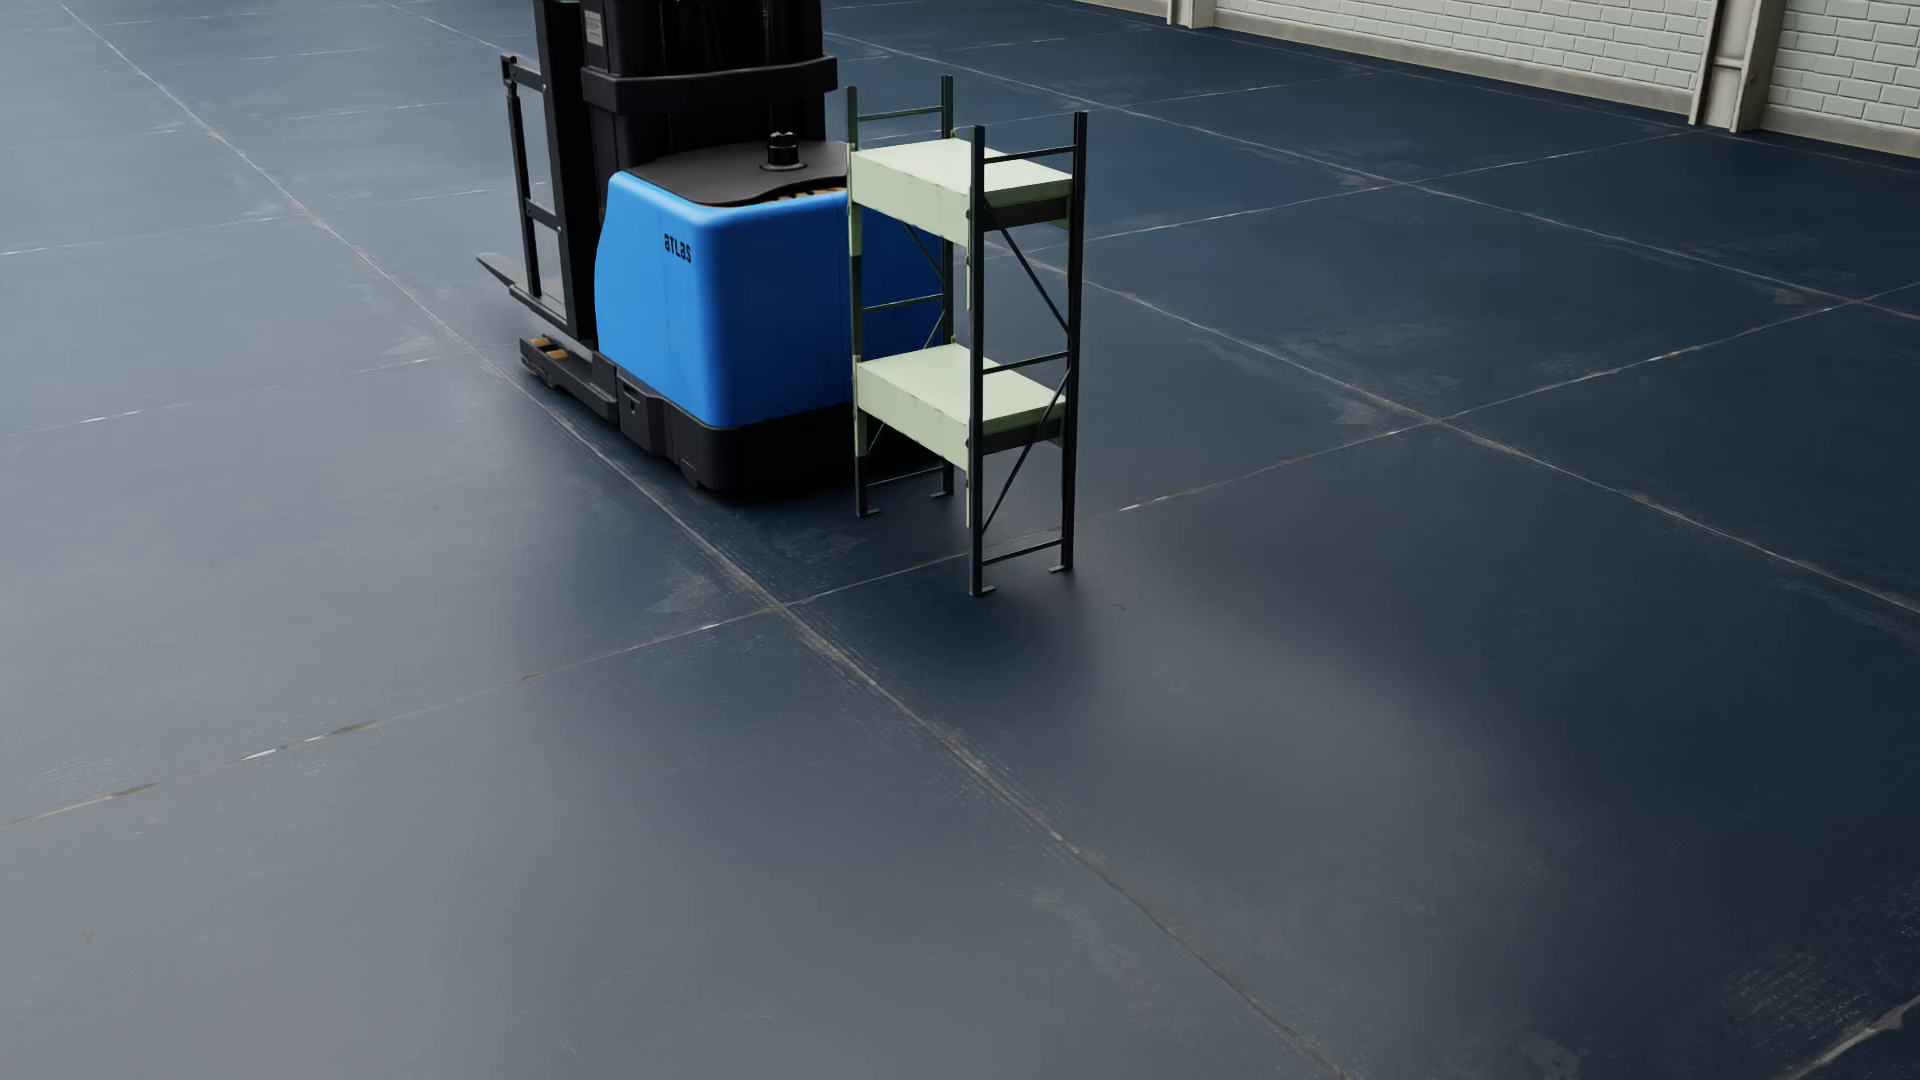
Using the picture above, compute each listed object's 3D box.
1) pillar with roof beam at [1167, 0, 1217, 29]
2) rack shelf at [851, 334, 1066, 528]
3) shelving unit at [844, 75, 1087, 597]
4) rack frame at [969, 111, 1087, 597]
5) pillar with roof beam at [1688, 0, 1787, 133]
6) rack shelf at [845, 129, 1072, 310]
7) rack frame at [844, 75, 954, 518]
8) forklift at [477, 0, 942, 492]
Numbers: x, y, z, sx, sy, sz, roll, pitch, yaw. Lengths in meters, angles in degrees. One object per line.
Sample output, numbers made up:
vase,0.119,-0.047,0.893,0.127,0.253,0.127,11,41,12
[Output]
pillar with roof beam,-1.286,-8.245,12.675,9.100,9.000,0.400,-16,29,-30
rack shelf,0.004,-0.381,5.564,0.431,0.370,0.720,-16,29,-30
shelving unit,0.004,-0.676,5.425,0.431,1.500,0.755,-16,29,-30
rack frame,0.203,-0.545,5.147,0.400,1.500,0.023,-16,29,-30
pillar with roof beam,1.990,-6.099,8.129,9.100,9.000,0.400,-16,29,-30
rack shelf,0.004,-1.029,5.258,0.431,0.370,0.720,-16,29,-30
rack frame,-0.196,-0.807,5.702,0.400,1.500,0.023,-16,29,-30
forklift,-1.263,-2.075,6.713,1.130,2.935,3.031,-16,30,-30
